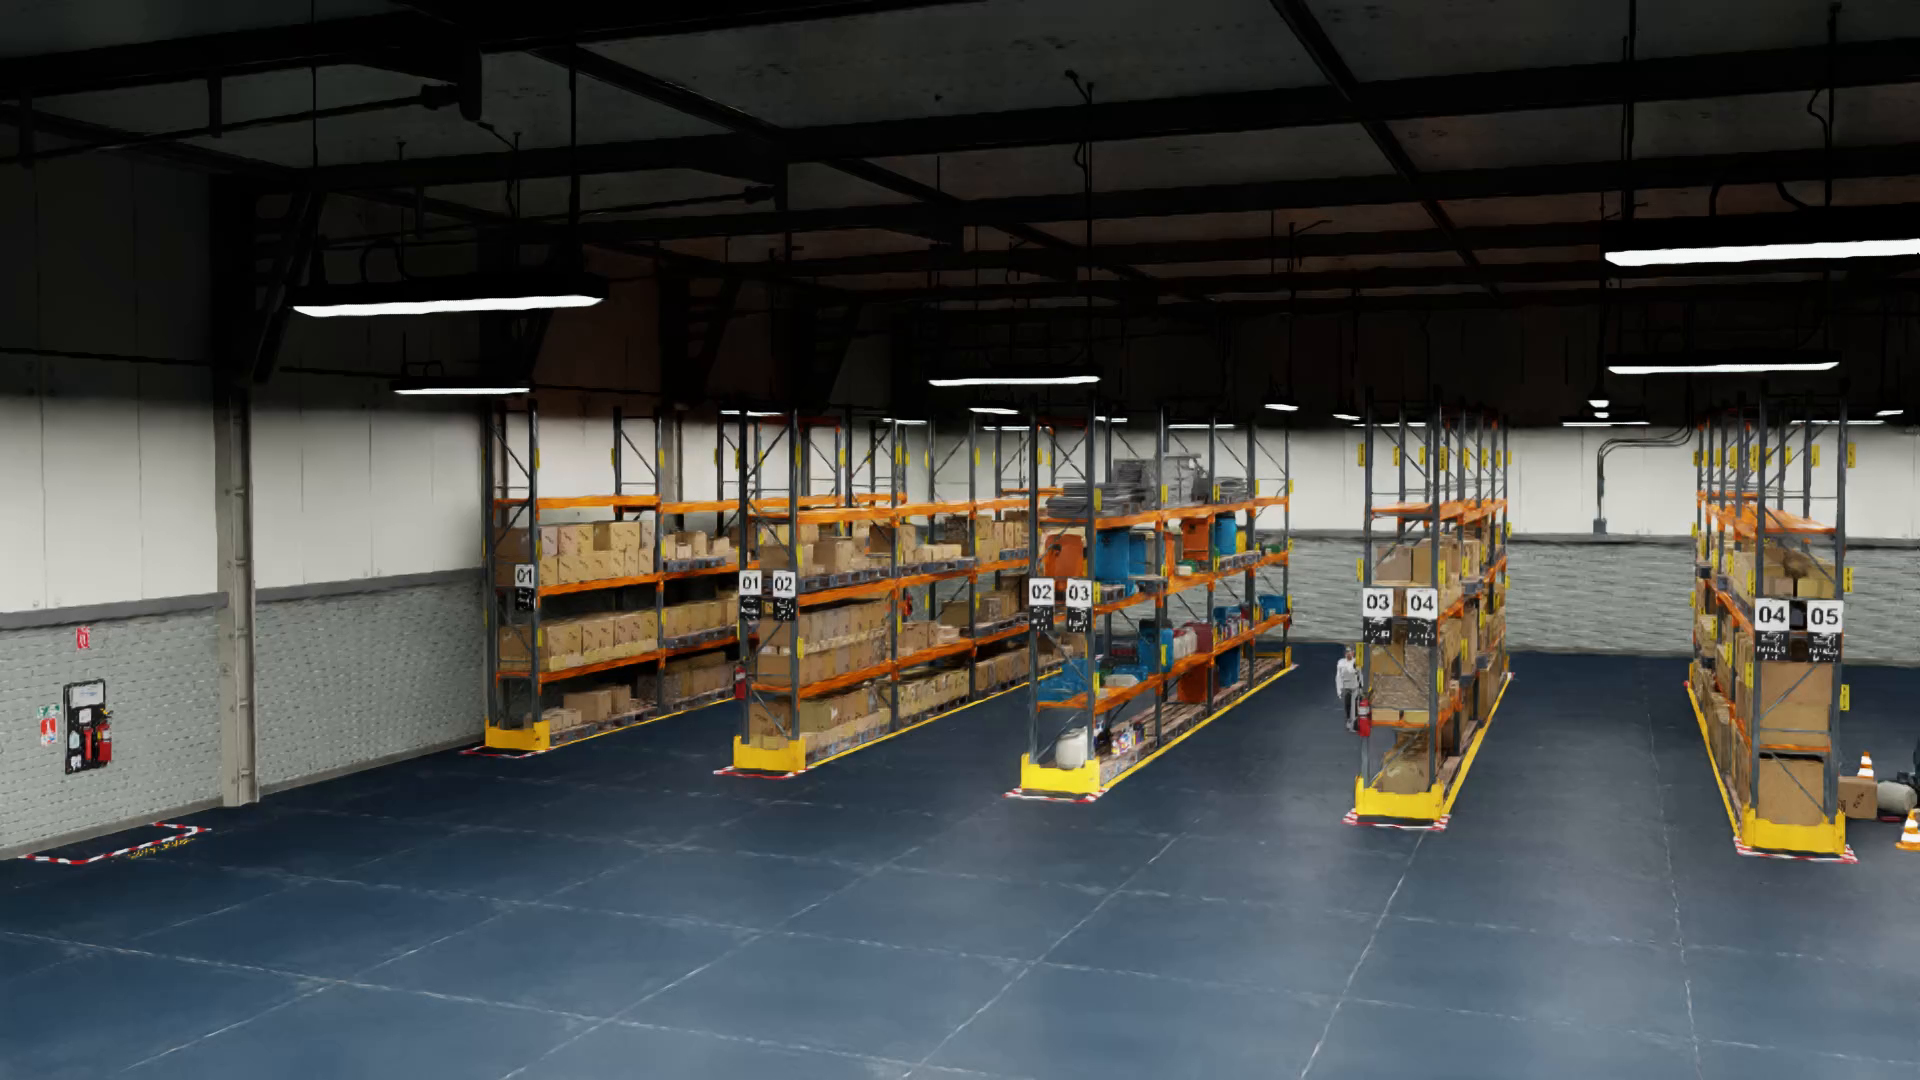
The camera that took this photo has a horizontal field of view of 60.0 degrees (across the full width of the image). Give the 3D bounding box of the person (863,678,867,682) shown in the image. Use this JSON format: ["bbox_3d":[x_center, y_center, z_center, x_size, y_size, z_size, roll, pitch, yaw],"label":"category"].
[{"bbox_3d":[-2.024,2.440,35.505,0.406,1.600,0.468,0,3,-8],"label":"person"}]

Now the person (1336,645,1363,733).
[{"bbox_3d":[7.113,2.688,30.392,0.495,1.589,1.086,1,3,23],"label":"person"}]
